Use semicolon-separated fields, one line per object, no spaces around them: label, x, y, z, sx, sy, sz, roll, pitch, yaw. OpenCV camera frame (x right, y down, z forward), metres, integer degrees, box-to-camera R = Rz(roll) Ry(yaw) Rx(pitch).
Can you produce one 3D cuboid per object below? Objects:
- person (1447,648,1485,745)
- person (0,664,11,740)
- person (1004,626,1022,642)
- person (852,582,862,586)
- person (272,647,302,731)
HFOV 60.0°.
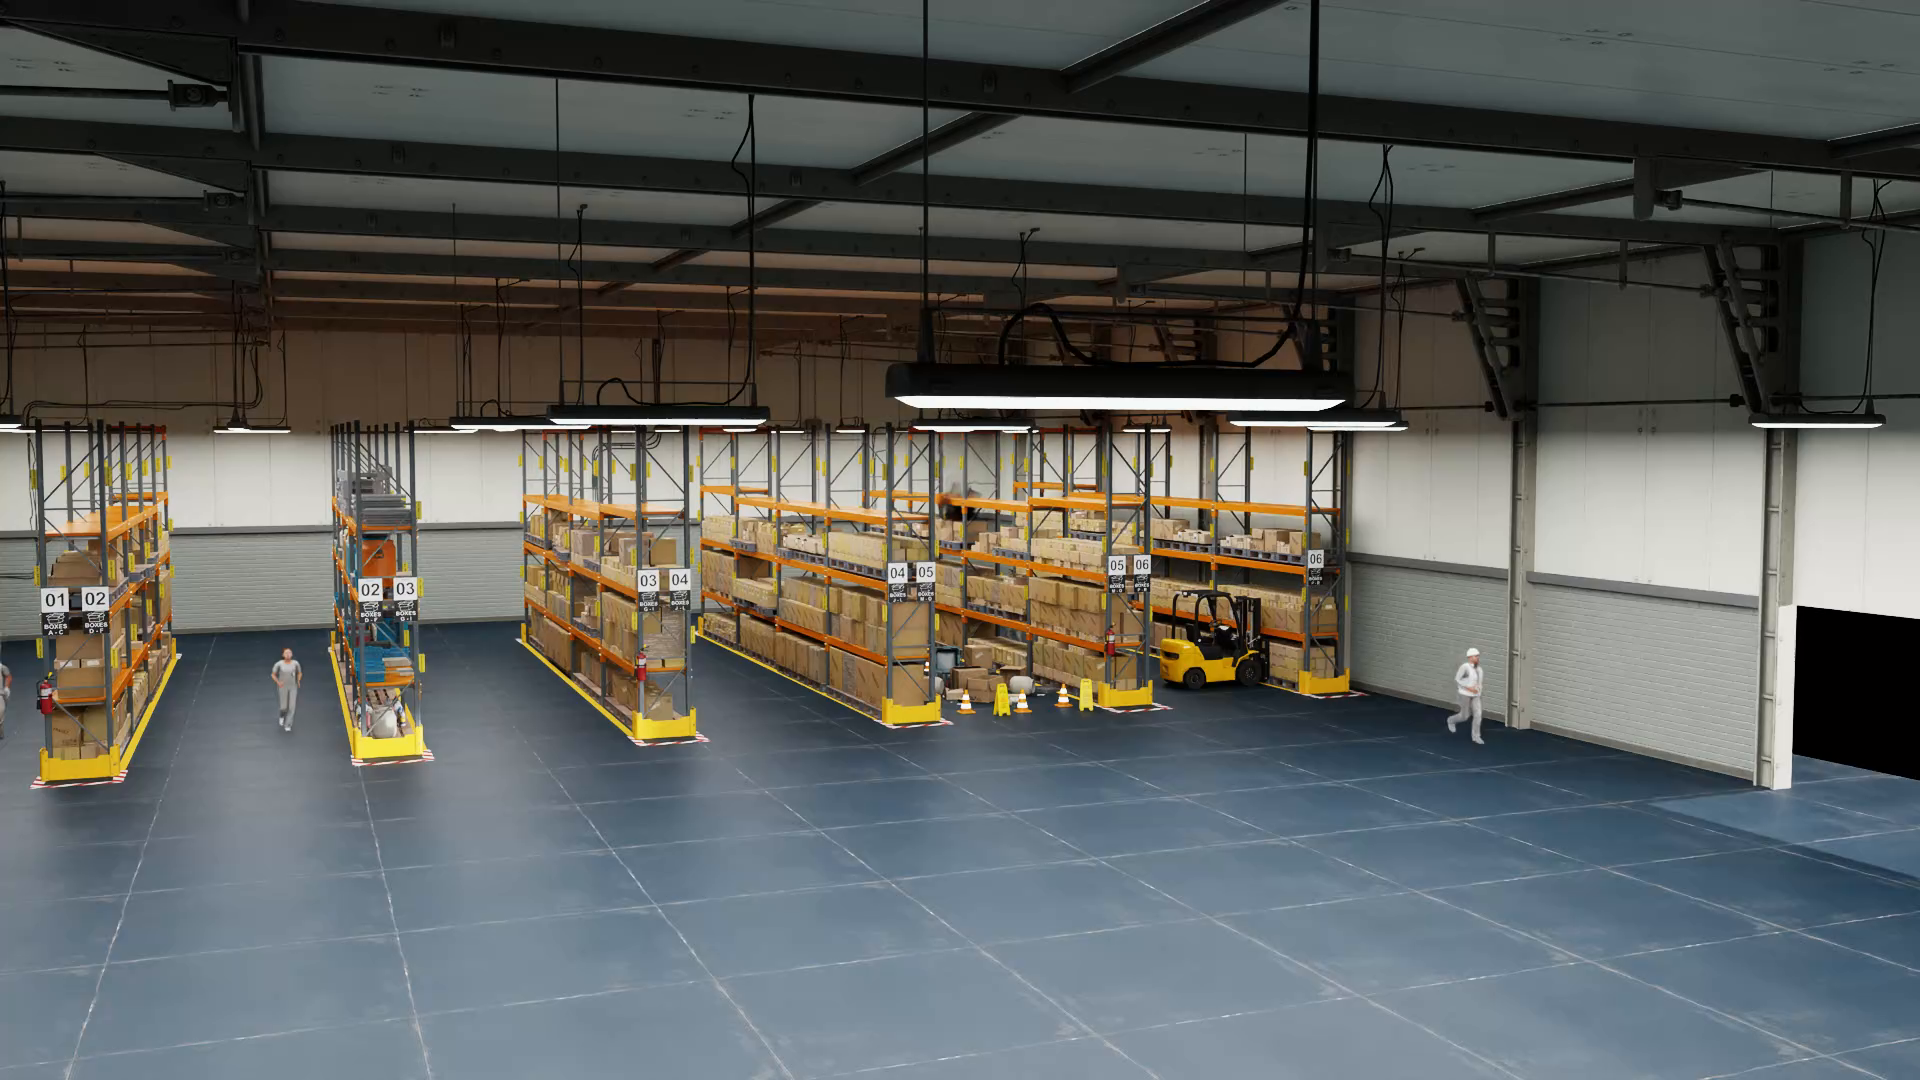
person;9.549;2.900;31.212;0.683;1.767;0.946;-2;4;-29
person;-18.031;2.907;30.931;0.659;1.744;0.578;-2;4;-28
person;1.428;1.994;44.982;0.677;1.823;0.734;-2;4;-26
person;-3.105;1.700;51.287;0.856;1.681;0.637;0;4;2
person;-13.068;2.888;32.321;0.548;1.623;0.558;-2;4;-33
